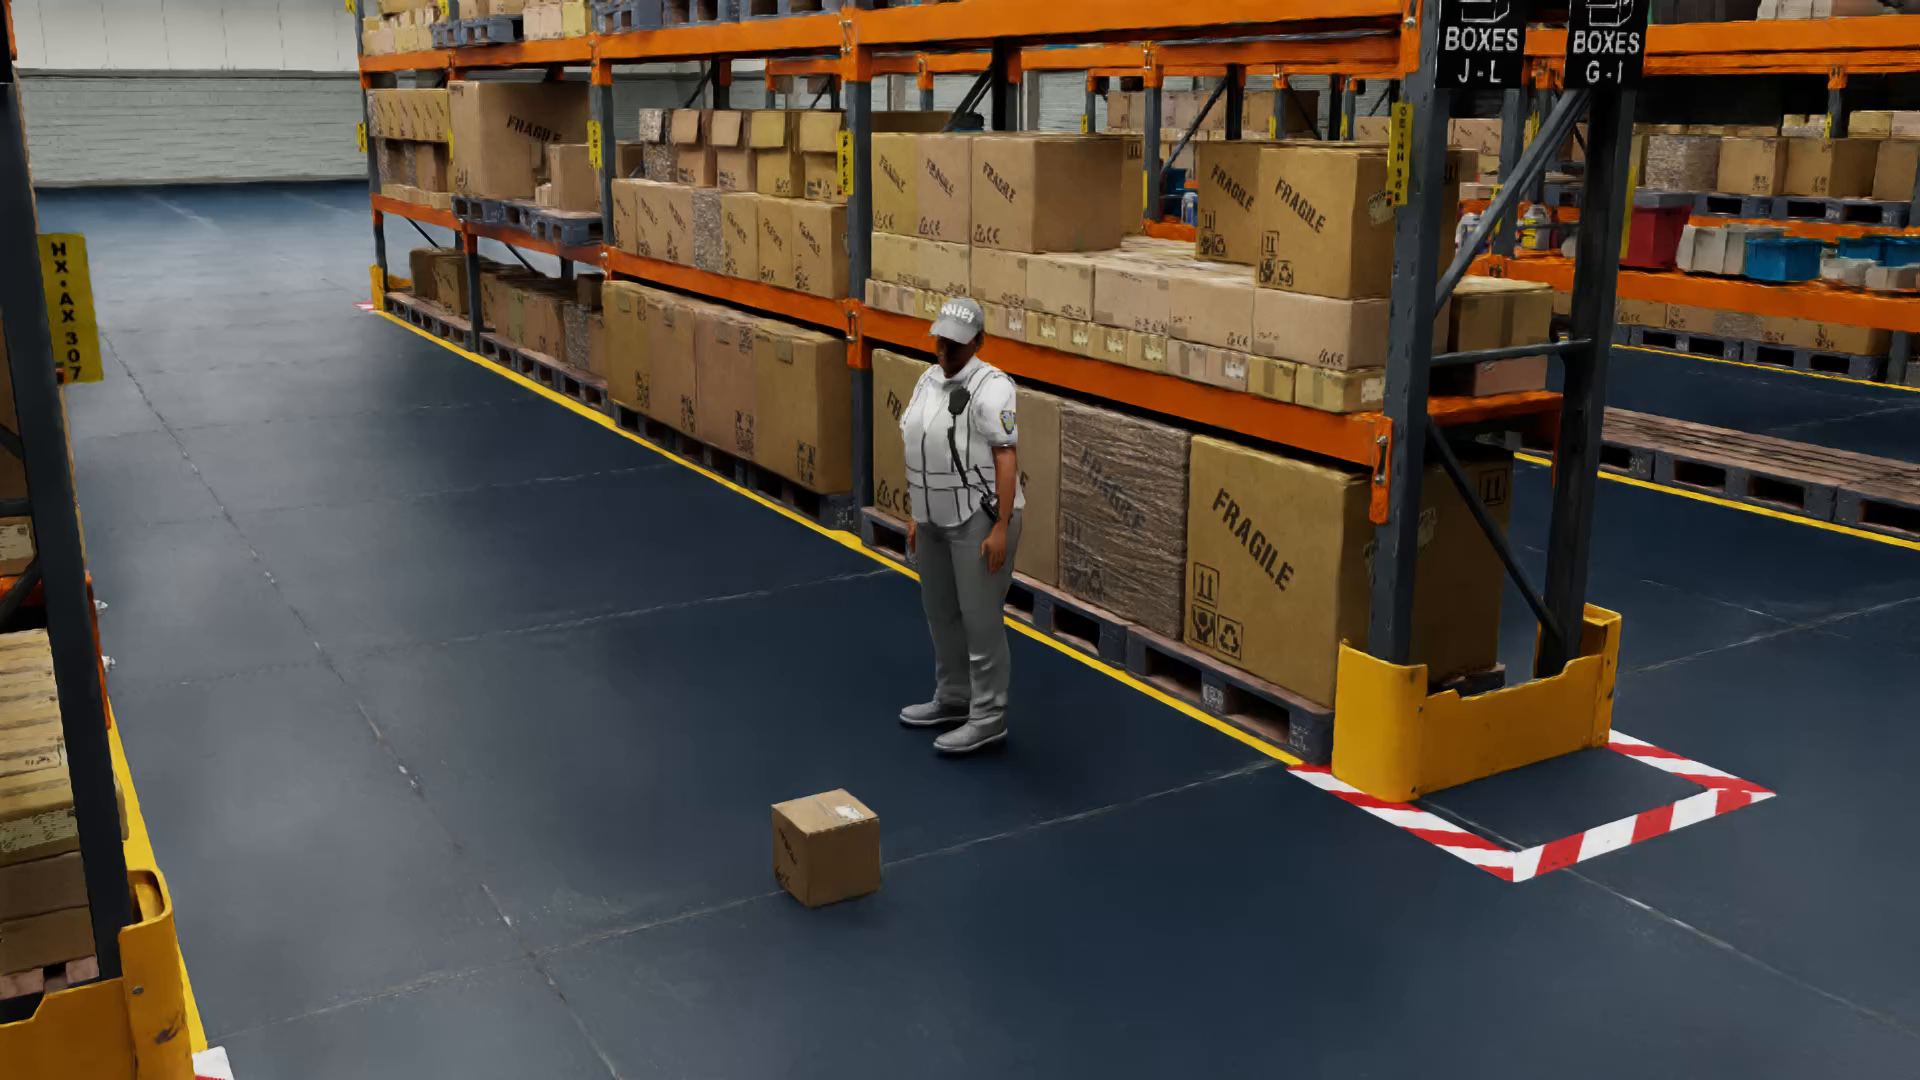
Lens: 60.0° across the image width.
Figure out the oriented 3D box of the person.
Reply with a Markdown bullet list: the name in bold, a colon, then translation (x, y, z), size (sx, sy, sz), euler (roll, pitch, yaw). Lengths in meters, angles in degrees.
- **person**: translation (-0.005, -0.062, 6.158), size (0.386, 1.675, 0.564), euler (-12, 19, -38)
